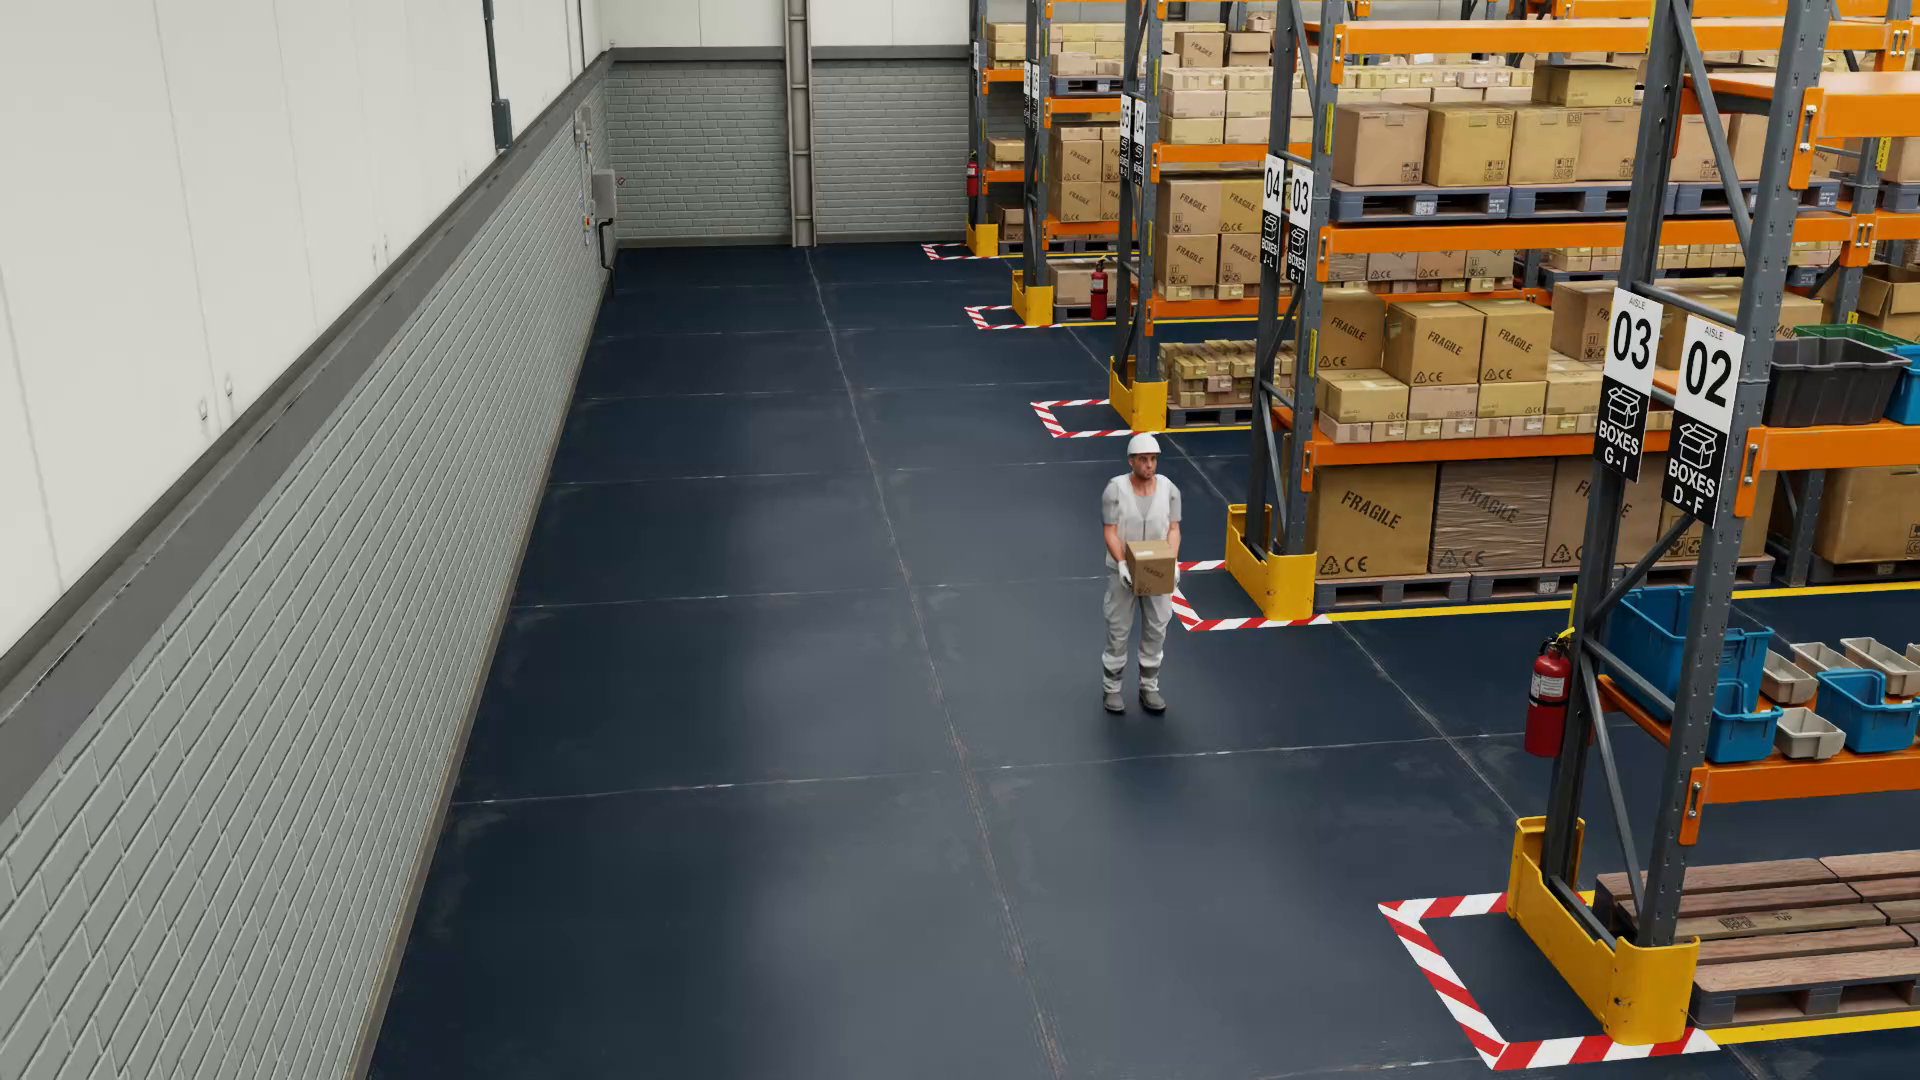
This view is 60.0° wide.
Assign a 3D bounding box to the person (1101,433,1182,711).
[{"bbox_3d":[1.145,0.229,10.396,0.519,1.793,0.547,-3,20,-8],"label":"person"}]
